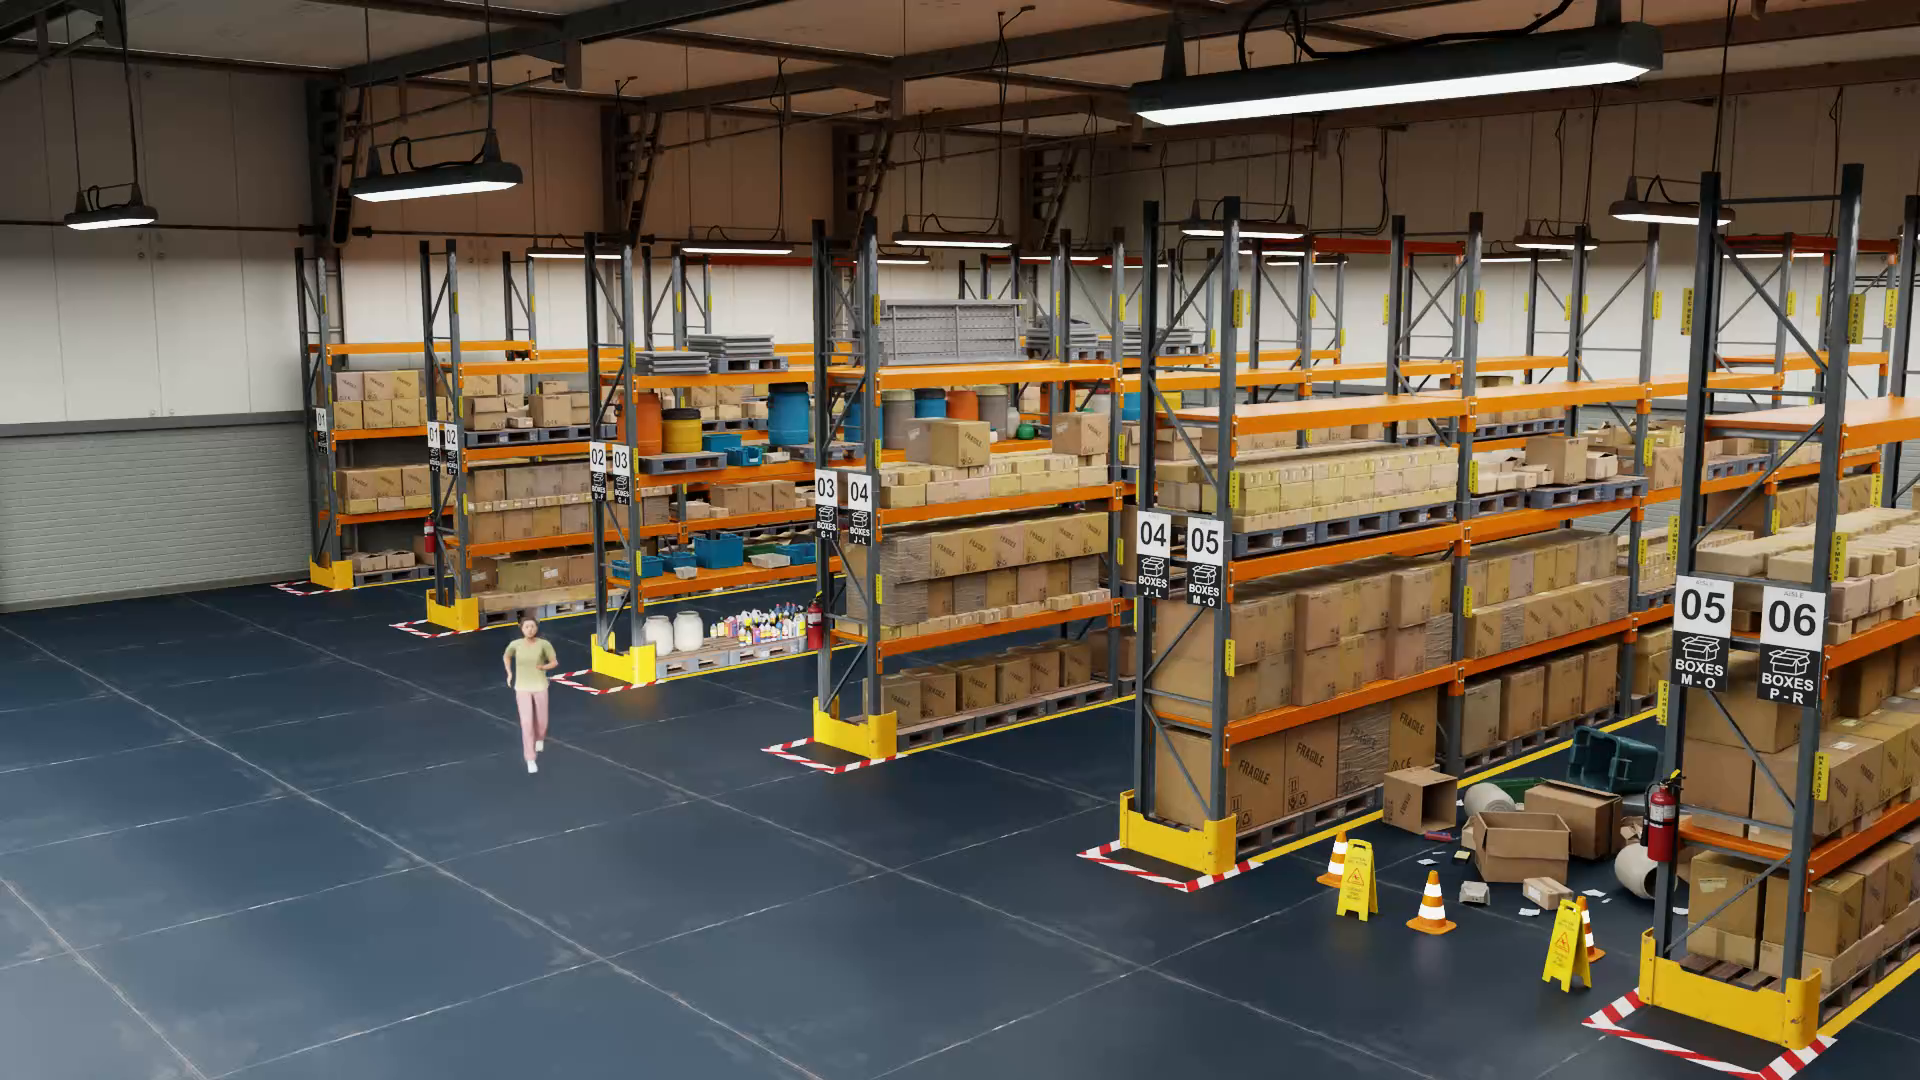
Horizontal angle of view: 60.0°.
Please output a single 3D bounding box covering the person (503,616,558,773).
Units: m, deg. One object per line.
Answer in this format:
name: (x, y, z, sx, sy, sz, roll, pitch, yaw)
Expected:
person: (-4.716, 1.646, 18.322, 0.577, 1.649, 0.968, -3, 9, -17)
